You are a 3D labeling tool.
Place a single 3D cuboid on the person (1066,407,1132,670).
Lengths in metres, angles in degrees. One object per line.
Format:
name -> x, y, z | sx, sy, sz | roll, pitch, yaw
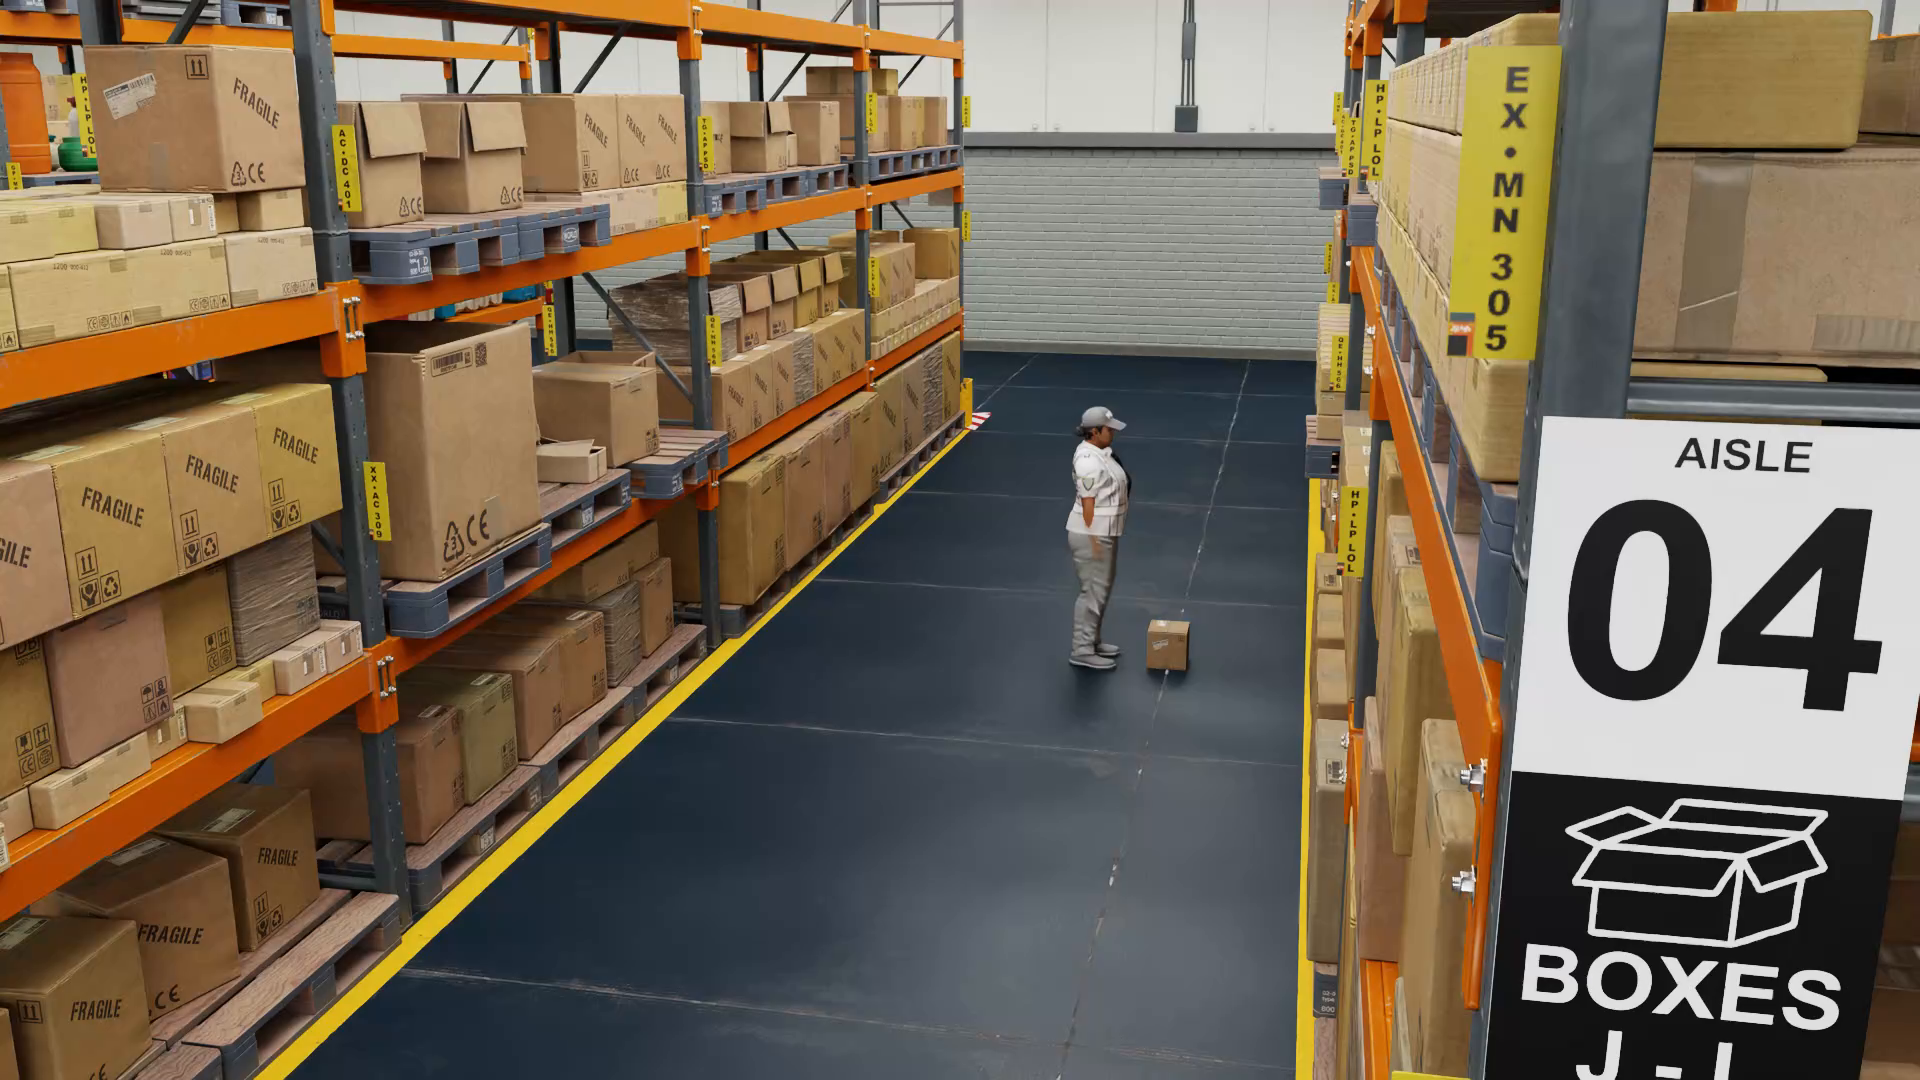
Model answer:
person -> 0.879, -0.030, 10.632 | 0.390, 1.664, 0.467 | 3, 15, 12
